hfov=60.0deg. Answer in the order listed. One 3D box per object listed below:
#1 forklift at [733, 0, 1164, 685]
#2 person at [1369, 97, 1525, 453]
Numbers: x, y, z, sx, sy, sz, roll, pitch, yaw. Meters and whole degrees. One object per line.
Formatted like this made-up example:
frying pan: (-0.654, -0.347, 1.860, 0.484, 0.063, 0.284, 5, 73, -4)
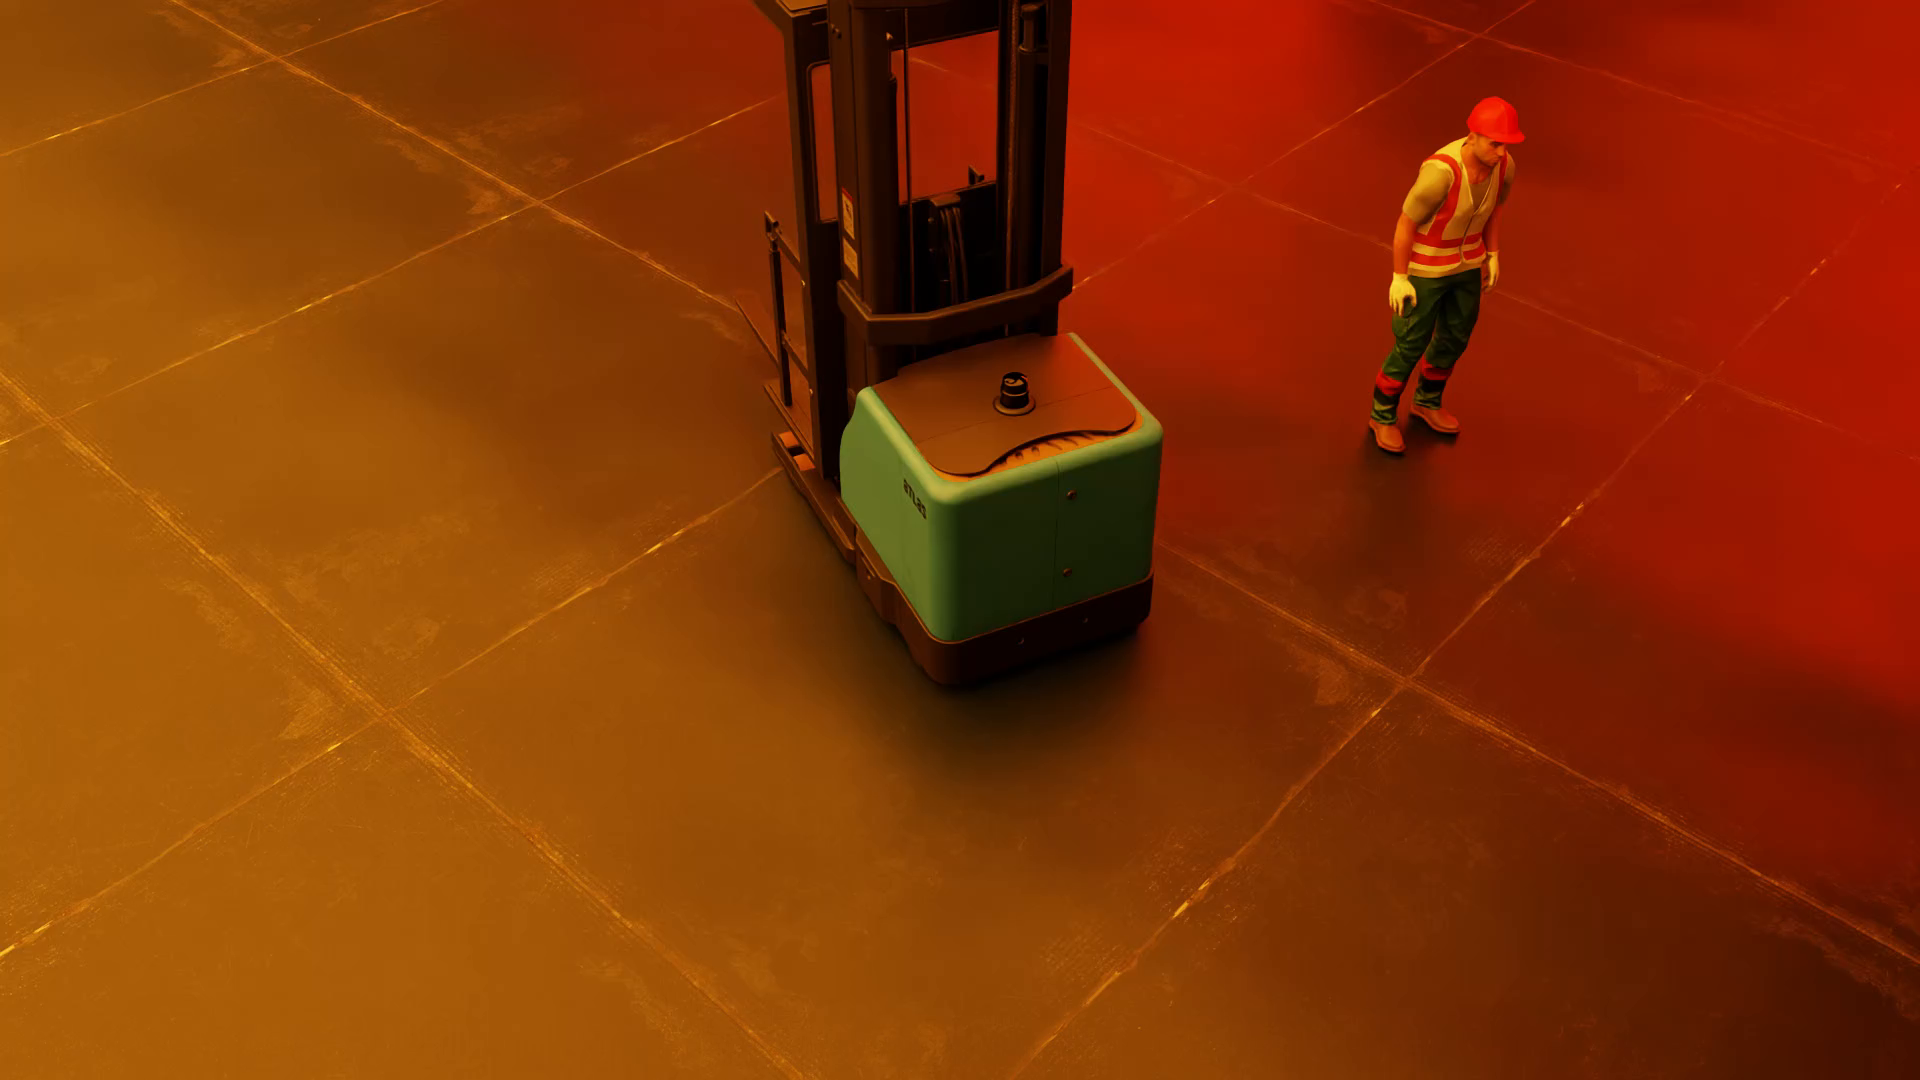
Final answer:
forklift: (-0.261, -1.472, 7.144, 1.130, 2.935, 3.031, -17, 43, -19)
person: (2.274, -1.248, 7.772, 0.618, 1.777, 0.451, -16, 43, -18)
